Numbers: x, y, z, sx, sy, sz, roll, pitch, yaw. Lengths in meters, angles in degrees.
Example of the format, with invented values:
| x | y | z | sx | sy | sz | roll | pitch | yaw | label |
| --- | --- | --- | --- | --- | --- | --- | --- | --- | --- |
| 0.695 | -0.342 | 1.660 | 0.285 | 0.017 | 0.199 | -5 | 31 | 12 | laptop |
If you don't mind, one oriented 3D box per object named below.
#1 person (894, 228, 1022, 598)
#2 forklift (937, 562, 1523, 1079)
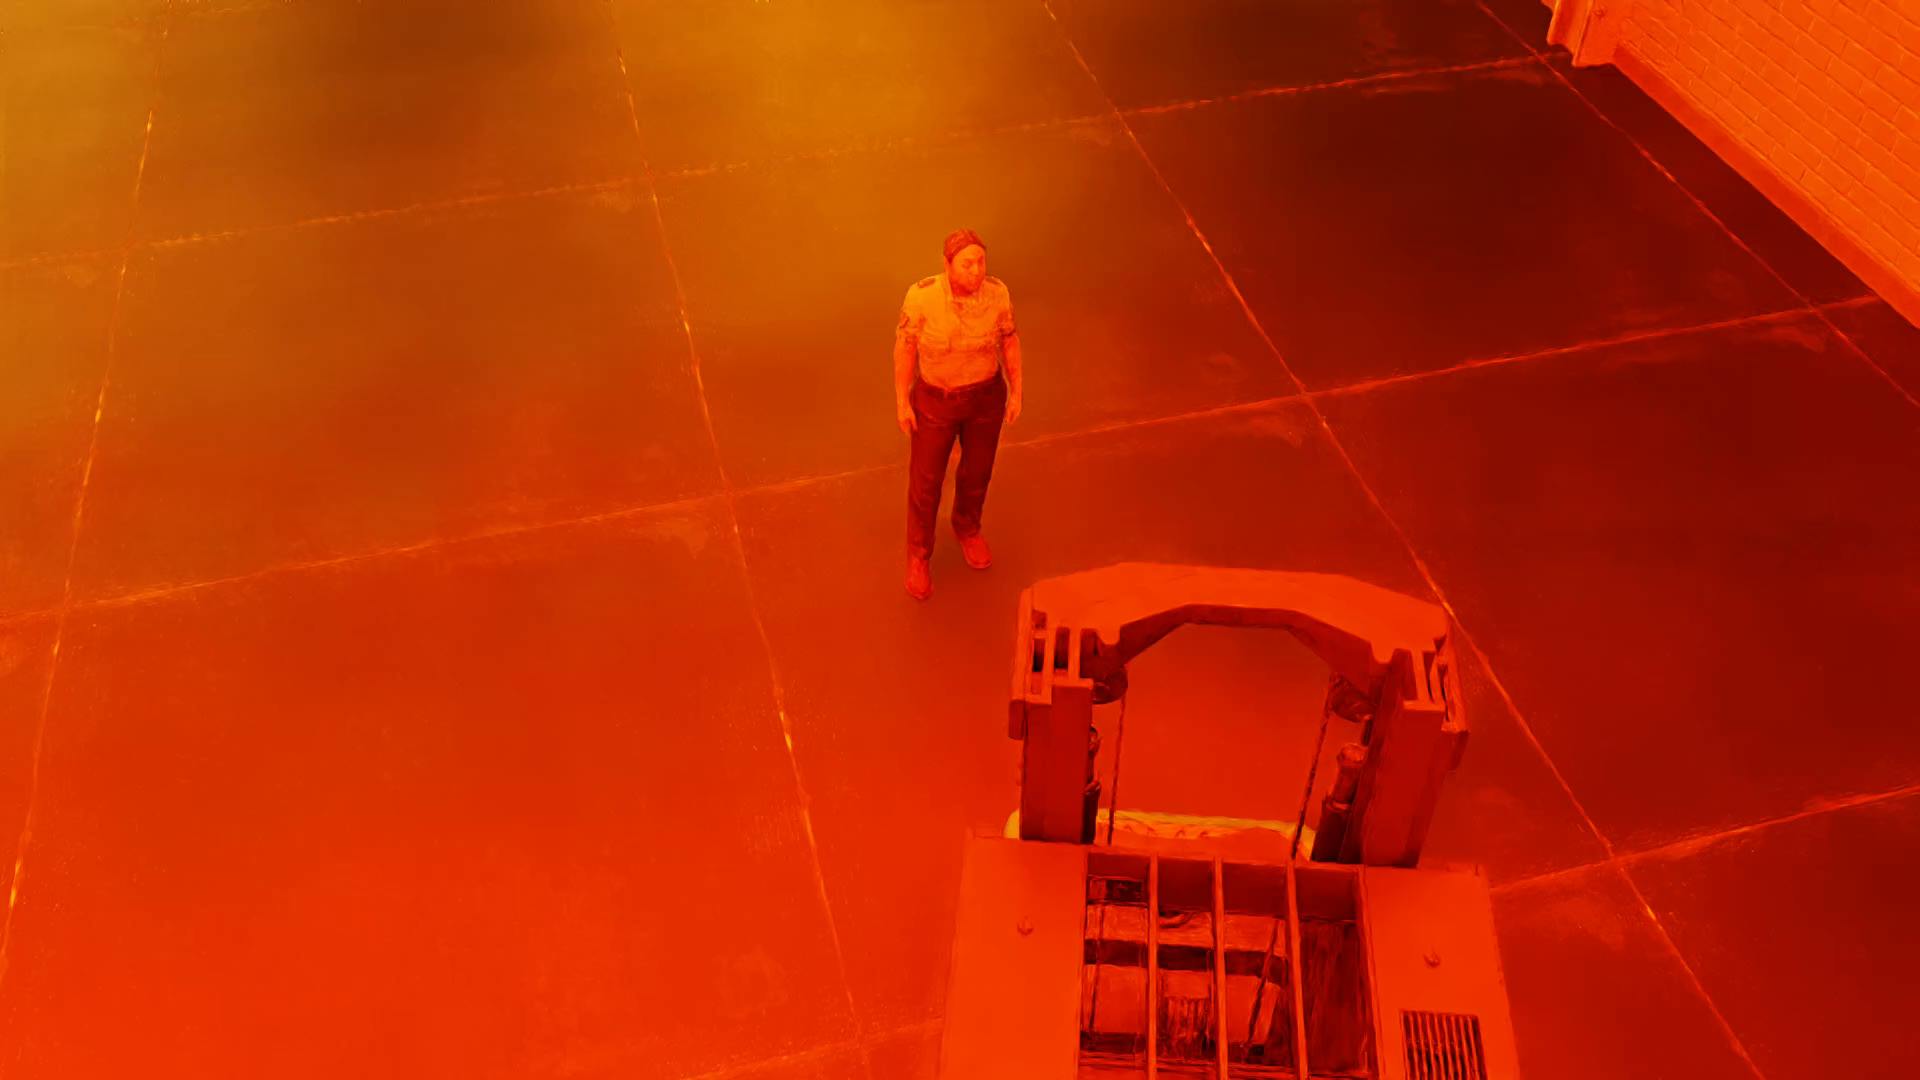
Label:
| x | y | z | sx | sy | sz | roll | pitch | yaw | label |
| --- | --- | --- | --- | --- | --- | --- | --- | --- | --- |
| 0.001 | -0.537 | 7.144 | 0.599 | 1.640 | 0.502 | -10 | 44 | -11 | person |
| 0.523 | 1.595 | 3.958 | 1.130 | 2.935 | 3.031 | 4 | 44 | 4 | forklift |
